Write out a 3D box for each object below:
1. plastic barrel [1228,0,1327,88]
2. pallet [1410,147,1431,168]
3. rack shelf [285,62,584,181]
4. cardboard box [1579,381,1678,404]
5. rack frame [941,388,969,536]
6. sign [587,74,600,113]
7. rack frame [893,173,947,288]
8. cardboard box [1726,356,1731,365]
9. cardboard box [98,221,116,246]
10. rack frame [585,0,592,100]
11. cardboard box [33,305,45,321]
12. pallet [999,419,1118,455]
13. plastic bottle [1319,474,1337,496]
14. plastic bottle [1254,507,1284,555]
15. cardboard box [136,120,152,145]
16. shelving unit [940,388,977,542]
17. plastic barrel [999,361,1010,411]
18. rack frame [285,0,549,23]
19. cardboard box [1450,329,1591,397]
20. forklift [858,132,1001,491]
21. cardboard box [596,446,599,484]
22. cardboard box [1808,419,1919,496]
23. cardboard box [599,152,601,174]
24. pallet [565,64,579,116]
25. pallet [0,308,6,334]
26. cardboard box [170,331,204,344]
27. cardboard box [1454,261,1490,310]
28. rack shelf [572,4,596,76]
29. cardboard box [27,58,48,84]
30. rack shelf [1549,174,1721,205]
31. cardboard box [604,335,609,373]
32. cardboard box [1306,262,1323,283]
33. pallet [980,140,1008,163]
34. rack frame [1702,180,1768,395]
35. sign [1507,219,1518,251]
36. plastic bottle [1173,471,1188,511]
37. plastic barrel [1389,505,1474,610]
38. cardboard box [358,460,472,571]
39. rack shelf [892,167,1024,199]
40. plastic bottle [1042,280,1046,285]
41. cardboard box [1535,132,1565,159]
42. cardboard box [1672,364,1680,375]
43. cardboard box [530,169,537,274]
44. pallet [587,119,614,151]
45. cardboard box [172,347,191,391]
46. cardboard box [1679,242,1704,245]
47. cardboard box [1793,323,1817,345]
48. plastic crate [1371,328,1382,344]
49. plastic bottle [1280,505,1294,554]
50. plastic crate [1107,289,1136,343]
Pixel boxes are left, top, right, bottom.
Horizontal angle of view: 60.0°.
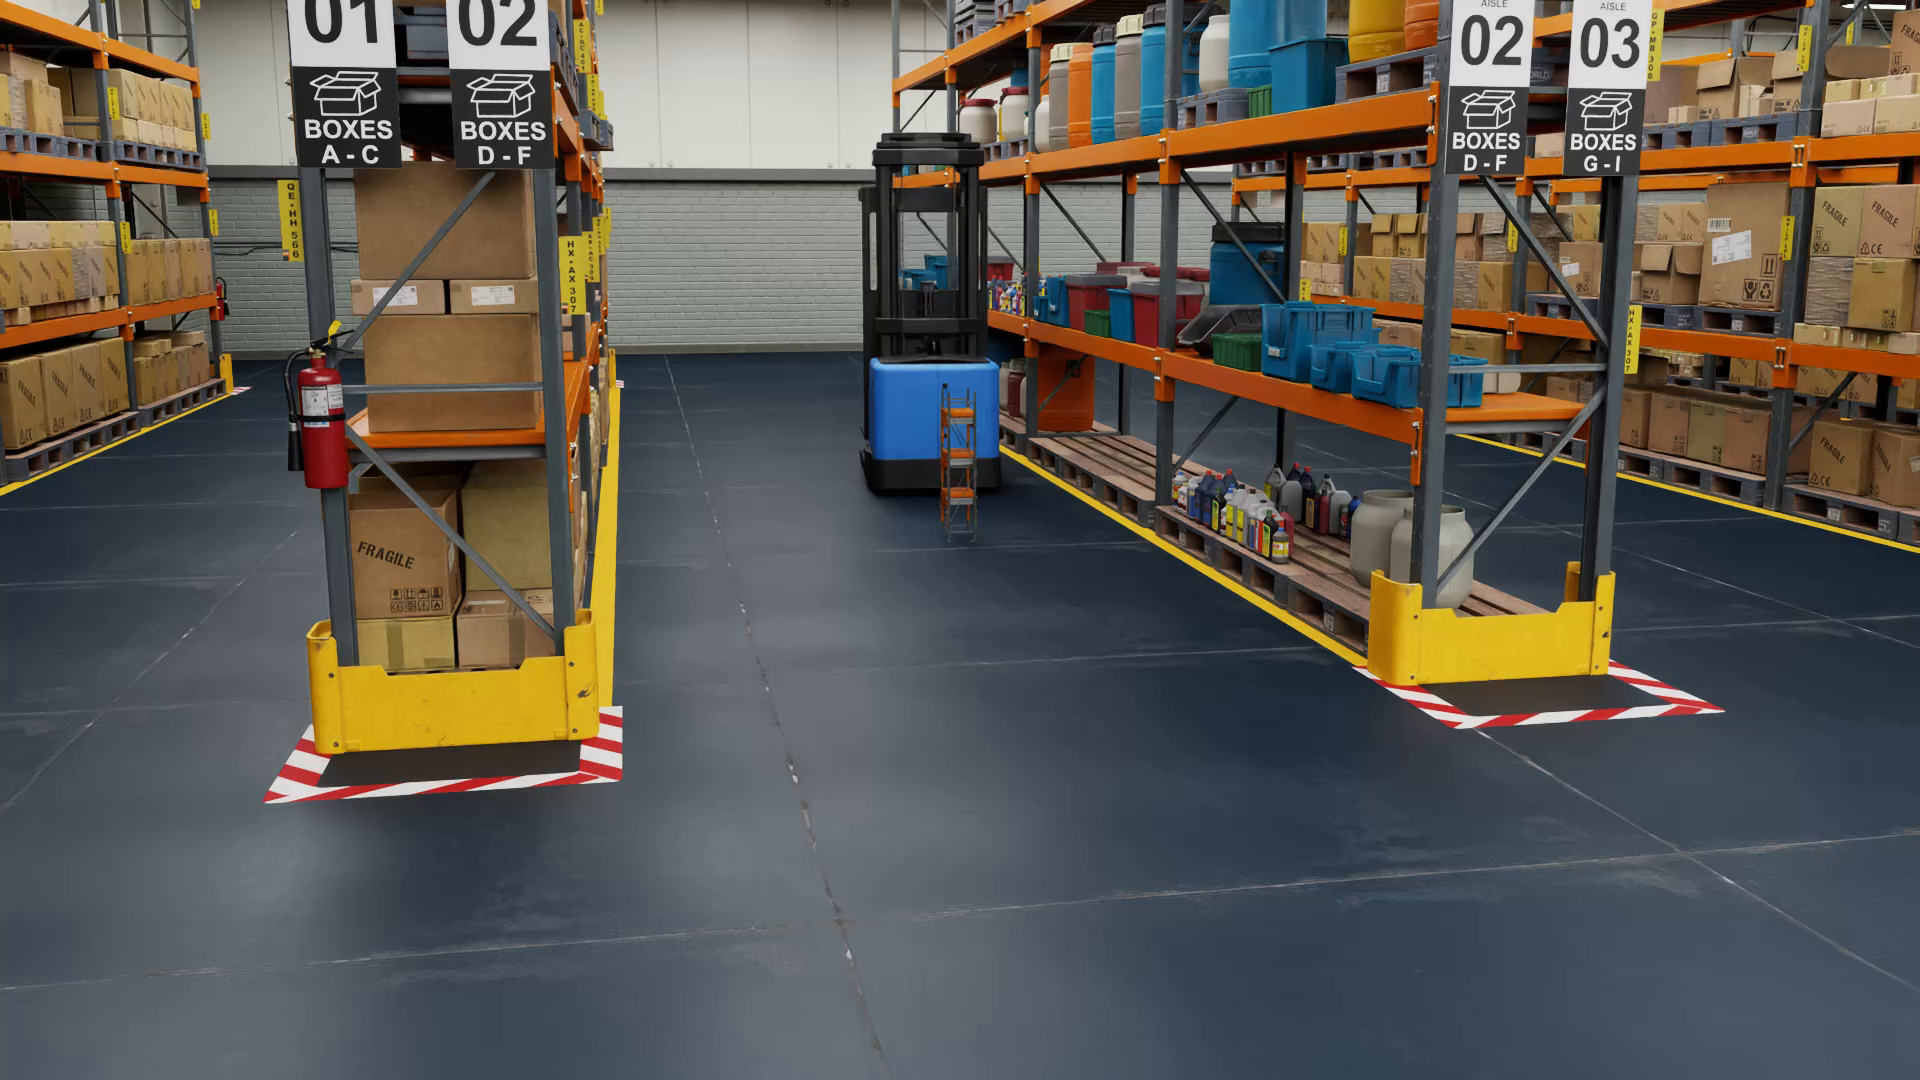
[{"bbox_3d":[1.994,-3.283,10.436,0.600,0.901,0.708,-2,11,-11],"label":"plastic barrel"},{"bbox_3d":[5.588,-4.159,18.007,1.003,0.211,1.213,-2,11,-8],"label":"pallet"},{"bbox_3d":[-2.565,-2.117,8.699,1.077,0.370,4.000,-2,11,-11],"label":"rack shelf"},{"bbox_3d":[6.256,-1.222,15.601,0.700,0.500,0.500,-3,11,-16],"label":"cardboard box"},{"bbox_3d":[-0.034,-0.548,11.767,0.200,1.050,0.008,-2,11,-11],"label":"rack frame"},{"bbox_3d":[-3.186,-3.882,14.455,0.100,0.325,0.005,-2,11,-11],"label":"sign"},{"bbox_3d":[-0.428,-3.744,23.345,1.000,3.000,0.127,-2,11,-11],"label":"rack frame"},{"bbox_3d":[10.336,-2.382,21.897,0.380,0.149,0.250,-2,11,-8],"label":"cardboard box"},{"bbox_3d":[-9.026,-3.147,17.088,0.500,0.250,0.500,-2,11,-10],"label":"cardboard box"},{"bbox_3d":[-4.510,-5.778,17.987,1.000,3.000,0.127,-2,11,-11],"label":"rack frame"},{"bbox_3d":[-8.705,-2.107,15.361,0.380,0.149,0.250,-2,11,-10],"label":"cardboard box"},{"bbox_3d":[0.934,-1.050,16.649,1.003,0.211,1.213,-2,11,-11],"label":"pallet"},{"bbox_3d":[2.414,-0.256,10.927,0.144,0.351,0.185,-2,11,-11],"label":"plastic bottle"},{"bbox_3d":[1.874,-0.056,10.075,0.152,0.276,0.135,-2,11,-11],"label":"plastic bottle"},{"bbox_3d":[-9.329,-4.536,18.493,0.500,0.250,0.500,-2,11,-12],"label":"cardboard box"},{"bbox_3d":[-0.010,-0.526,11.650,0.215,1.050,0.252,-2,11,-11],"label":"shelving unit"},{"bbox_3d":[0.599,-1.657,17.913,0.421,0.512,0.421,0,11,0],"label":"plastic barrel"},{"bbox_3d":[-2.176,-3.577,6.424,1.000,3.000,0.127,-2,11,-11],"label":"rack frame"},{"bbox_3d":[5.872,-1.747,17.411,1.225,0.875,0.875,-3,11,-14],"label":"cardboard box"},{"bbox_3d":[-0.328,-2.072,14.744,1.130,2.935,3.031,-1,11,-6],"label":"forklift"},{"bbox_3d":[-3.089,-0.584,12.975,0.500,0.250,0.500,-2,11,-10],"label":"cardboard box"},{"bbox_3d":[6.803,-0.627,12.530,0.500,0.500,0.500,-2,11,-13],"label":"cardboard box"},{"bbox_3d":[-4.733,-4.697,20.728,0.500,0.250,0.500,-2,11,-11],"label":"cardboard box"},{"bbox_3d":[-2.763,-2.638,9.750,1.003,0.211,1.213,-2,11,-11],"label":"pallet"},{"bbox_3d":[-8.347,-1.695,13.095,1.213,0.211,1.003,-2,11,-11],"label":"pallet"},{"bbox_3d":[-9.708,-2.539,20.842,0.380,0.149,0.250,-2,11,-12],"label":"cardboard box"},{"bbox_3d":[5.556,-2.679,17.483,0.500,0.500,0.500,-2,11,-12],"label":"cardboard box"},{"bbox_3d":[-4.121,-4.861,16.164,1.077,0.370,4.000,-2,11,-11],"label":"rack shelf"},{"bbox_3d":[-9.326,-4.591,16.324,0.500,0.250,0.500,-1,11,-7],"label":"cardboard box"},{"bbox_3d":[9.704,-4.839,23.001,1.077,0.370,4.000,-2,11,-11],"label":"rack shelf"},{"bbox_3d":[-4.940,-2.462,22.118,0.500,0.500,0.500,-2,11,-11],"label":"cardboard box"},{"bbox_3d":[4.762,-3.429,21.297,0.500,0.250,0.500,-2,11,-9],"label":"cardboard box"},{"bbox_3d":[0.822,-4.043,17.399,1.003,0.211,1.213,-2,11,-11],"label":"pallet"},{"bbox_3d":[10.093,-3.352,21.287,1.000,3.000,0.127,-2,11,-11],"label":"rack frame"},{"bbox_3d":[5.442,-3.005,16.365,0.100,0.325,0.005,-2,11,-11],"label":"sign"},{"bbox_3d":[1.538,-0.345,11.605,0.097,0.271,0.097,0,11,0],"label":"plastic bottle"},{"bbox_3d":[2.481,0.088,8.740,0.421,0.512,0.421,0,11,0],"label":"plastic barrel"},{"bbox_3d":[-2.781,-0.124,8.553,0.500,0.500,0.500,-2,11,-11],"label":"cardboard box"},{"bbox_3d":[-0.039,-4.497,21.205,1.077,0.370,4.000,-2,11,-11],"label":"rack shelf"},{"bbox_3d":[0.939,-2.705,18.217,0.152,0.276,0.135,-2,11,-11],"label":"plastic bottle"},{"bbox_3d":[5.828,-3.761,15.815,0.500,0.250,0.500,-2,11,-10],"label":"cardboard box"},{"bbox_3d":[9.714,-2.268,22.094,0.380,0.149,0.250,-2,11,-9],"label":"cardboard box"},{"bbox_3d":[-2.372,-1.509,7.863,0.700,0.500,0.500,-2,11,-12],"label":"cardboard box"},{"bbox_3d":[-3.512,-3.357,13.794,1.213,0.211,1.003,-2,11,-8],"label":"pallet"},{"bbox_3d":[-9.716,-2.053,20.025,0.700,0.500,0.500,-2,11,-13],"label":"cardboard box"},{"bbox_3d":[9.722,-3.626,21.662,0.500,0.500,0.500,-2,11,-11],"label":"cardboard box"},{"bbox_3d":[6.511,-1.550,12.487,0.380,0.149,0.250,-2,11,-11],"label":"cardboard box"},{"bbox_3d":[2.387,-1.277,10.781,0.499,0.251,0.616,-2,11,-11],"label":"plastic crate"},{"bbox_3d":[1.979,-0.063,10.095,0.061,0.283,0.133,-2,11,-11],"label":"plastic bottle"},{"bbox_3d":[1.386,-1.726,12.787,0.392,0.384,0.575,-2,11,-11],"label":"plastic crate"}]
